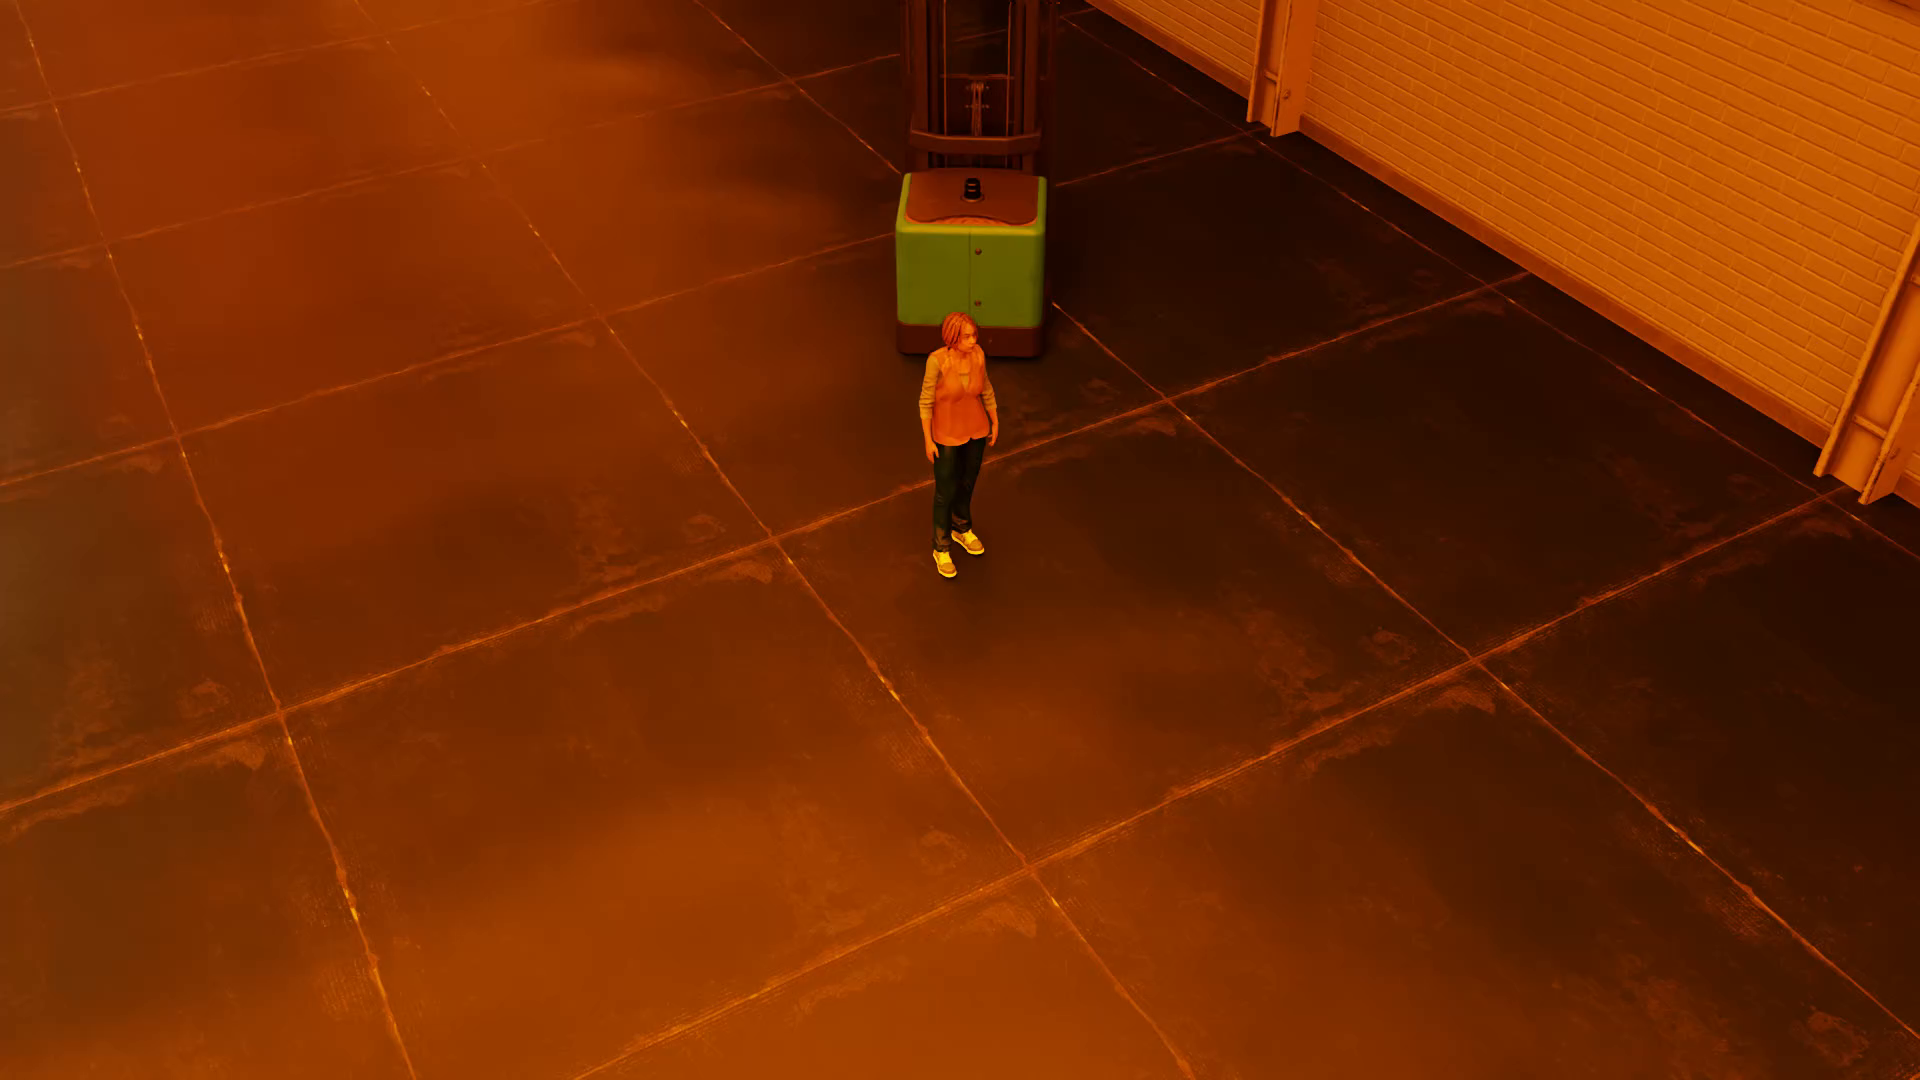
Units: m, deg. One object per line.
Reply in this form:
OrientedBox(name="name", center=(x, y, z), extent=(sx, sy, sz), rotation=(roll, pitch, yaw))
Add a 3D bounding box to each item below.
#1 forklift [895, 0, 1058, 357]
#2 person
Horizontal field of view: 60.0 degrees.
OrientedBox(name="forklift", center=(0.147, -3.347, 12.072), extent=(1.130, 2.935, 3.031), rotation=(2, 40, 2))
OrientedBox(name="person", center=(0.026, -0.574, 9.763), extent=(0.521, 1.599, 0.473), rotation=(-20, 44, -23))
